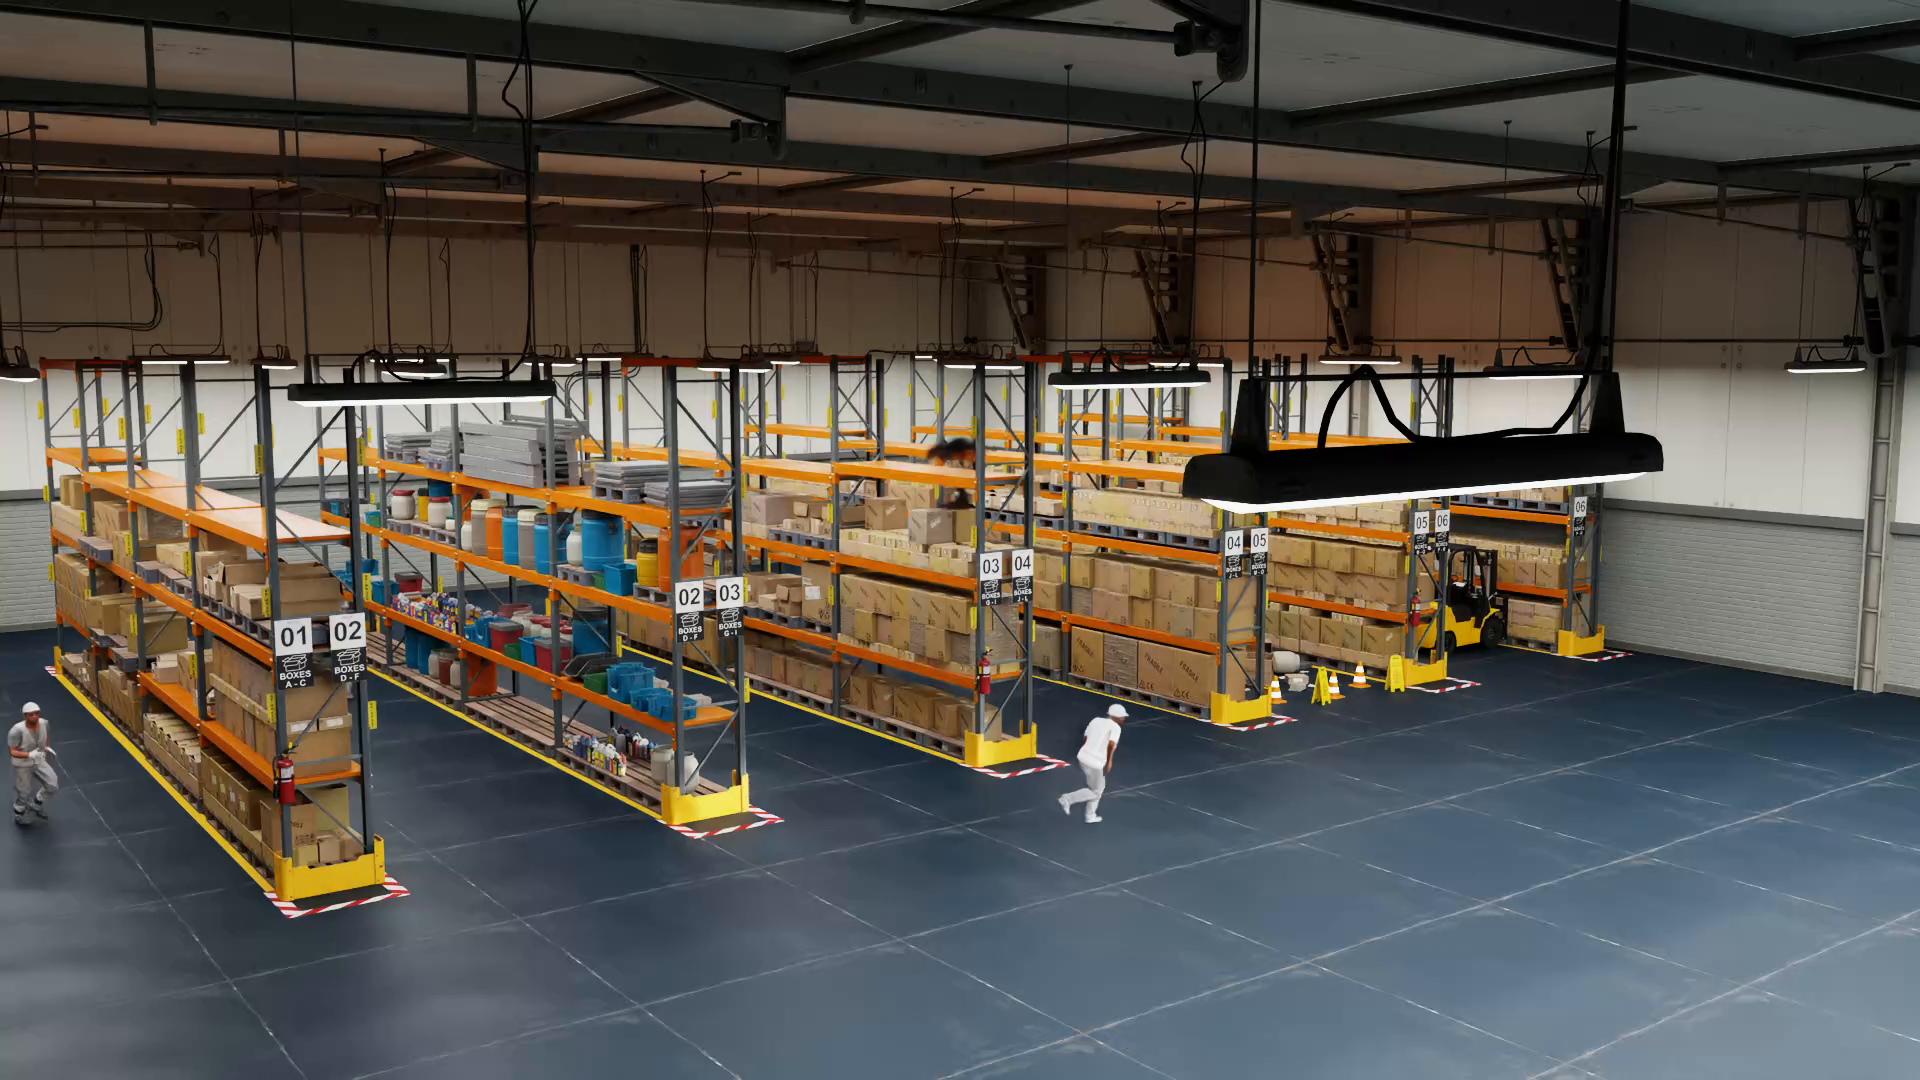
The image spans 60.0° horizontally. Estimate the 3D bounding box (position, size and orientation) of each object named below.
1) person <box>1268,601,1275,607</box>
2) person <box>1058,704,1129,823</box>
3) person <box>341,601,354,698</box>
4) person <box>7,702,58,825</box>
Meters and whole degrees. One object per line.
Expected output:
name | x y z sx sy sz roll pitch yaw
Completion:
person | 6.977 1.142 36.049 0.685 1.753 0.995 -6 9 -40
person | 1.761 2.954 21.799 1.021 1.564 0.712 -3 7 -23
person | -11.009 1.934 29.651 0.597 1.739 0.677 6 9 40
person | -12.029 2.906 21.605 0.867 1.678 0.703 4 8 32
